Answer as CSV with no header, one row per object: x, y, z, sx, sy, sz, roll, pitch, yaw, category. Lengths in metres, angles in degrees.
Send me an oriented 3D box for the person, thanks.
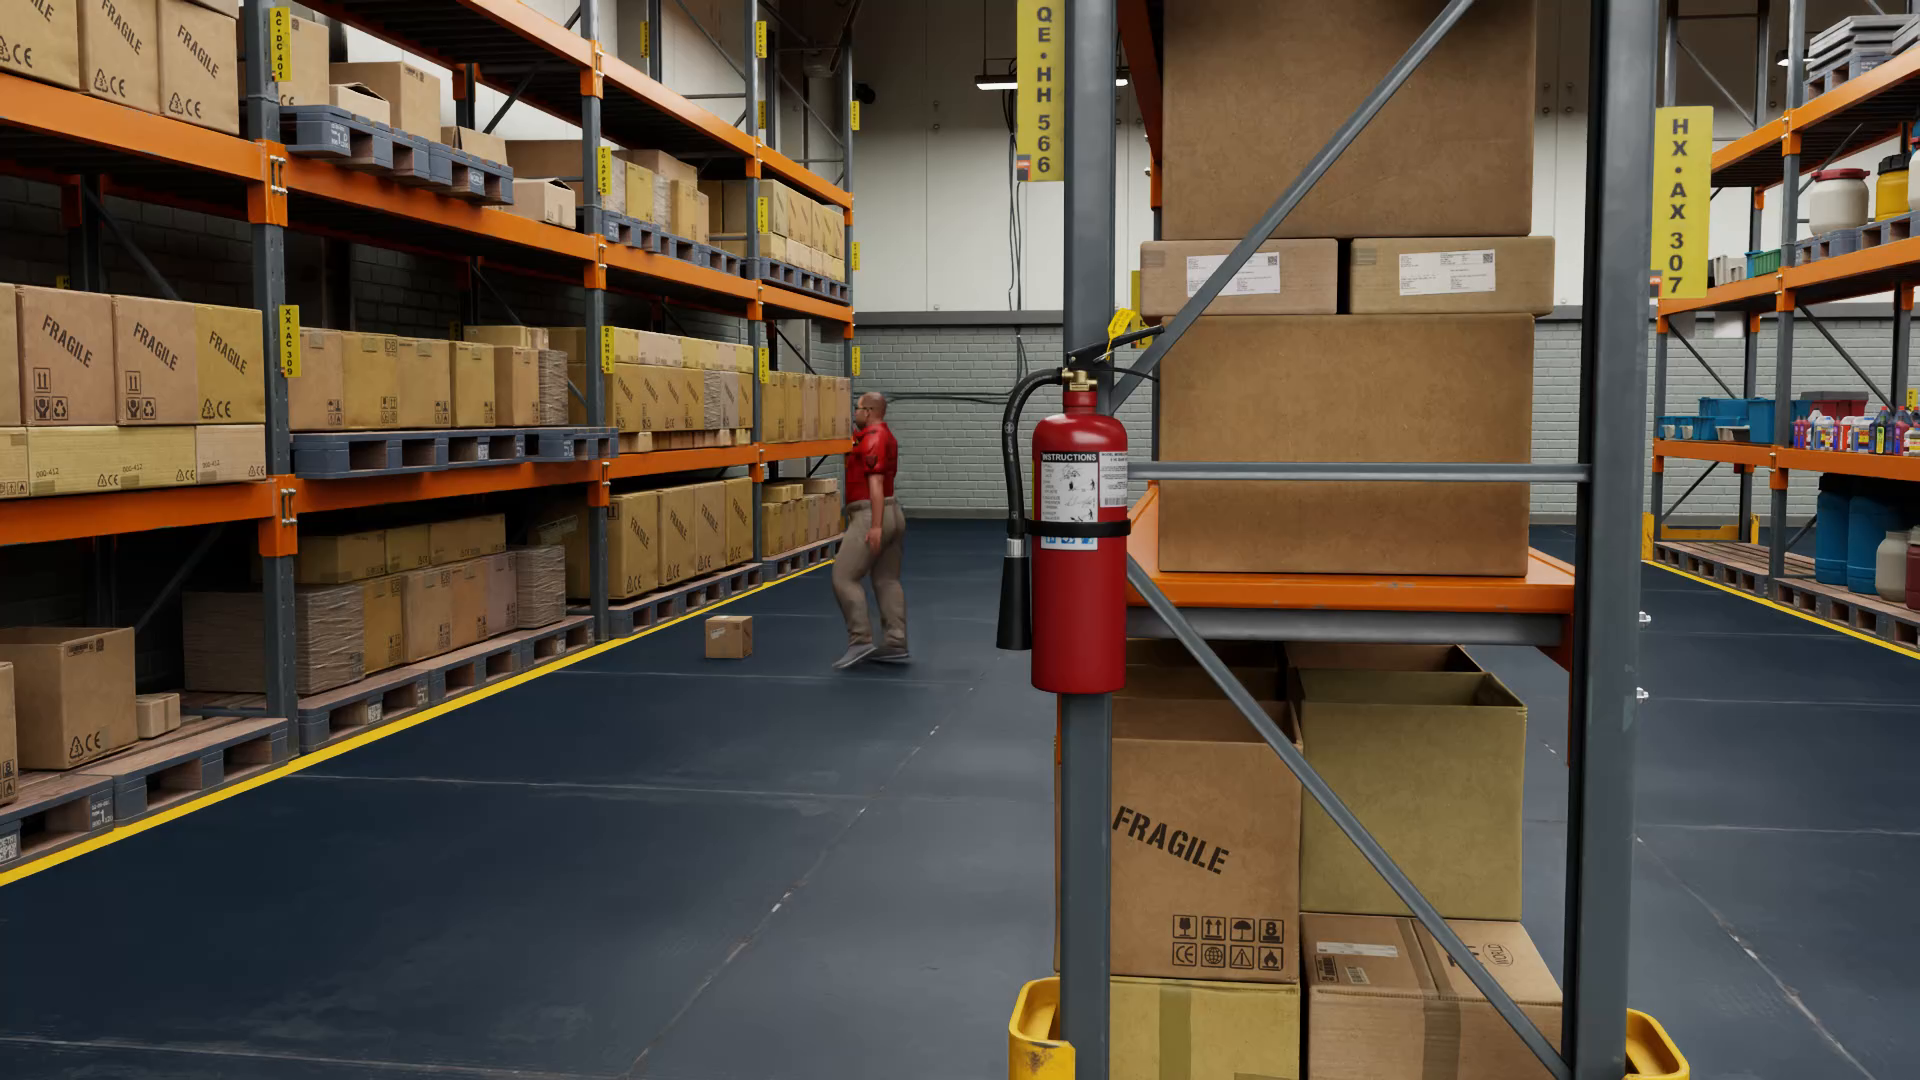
-0.554,-0.057,10.657,0.453,1.782,0.561,1,5,16,person
